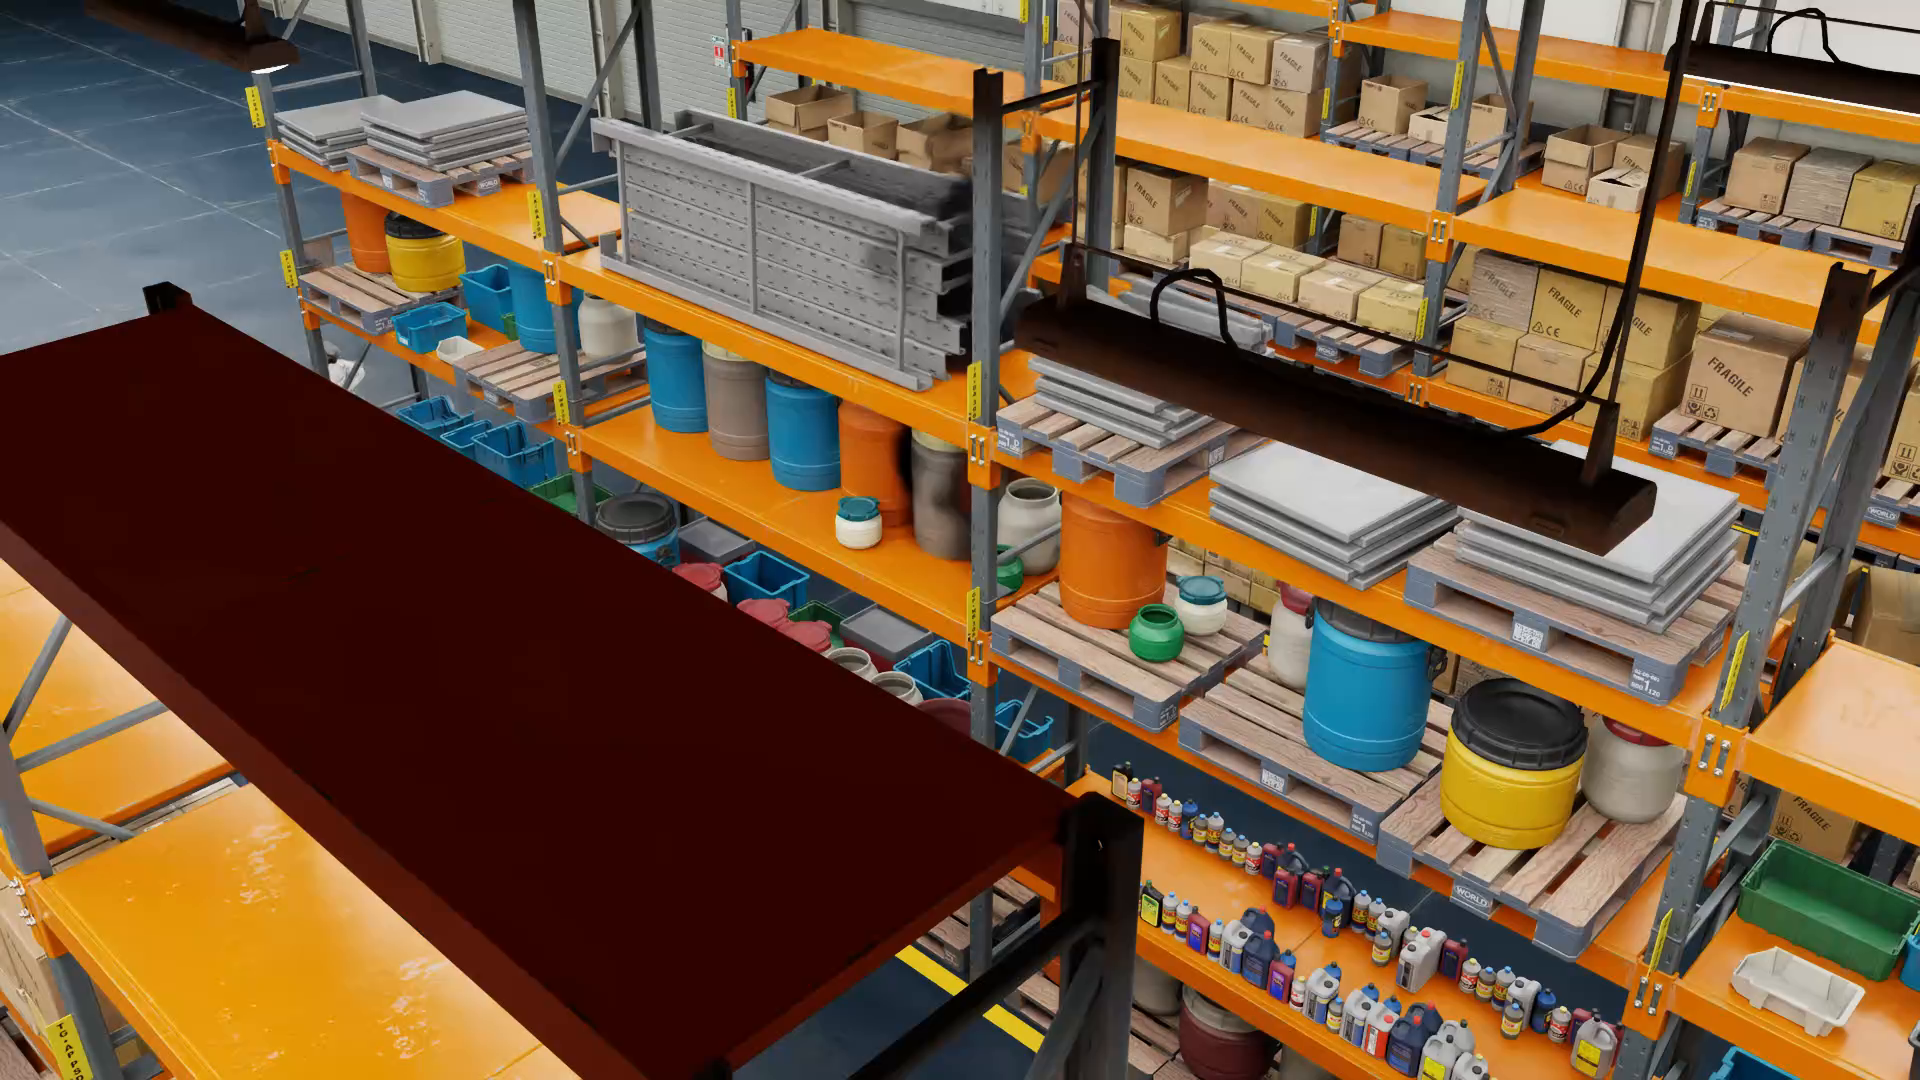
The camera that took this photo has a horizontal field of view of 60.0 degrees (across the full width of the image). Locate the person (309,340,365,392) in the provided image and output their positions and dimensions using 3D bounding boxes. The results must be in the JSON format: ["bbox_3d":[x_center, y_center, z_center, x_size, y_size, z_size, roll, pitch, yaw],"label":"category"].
[{"bbox_3d":[-6.196,-1.232,16.751,0.622,1.708,0.608,-1,29,-1],"label":"person"}]
